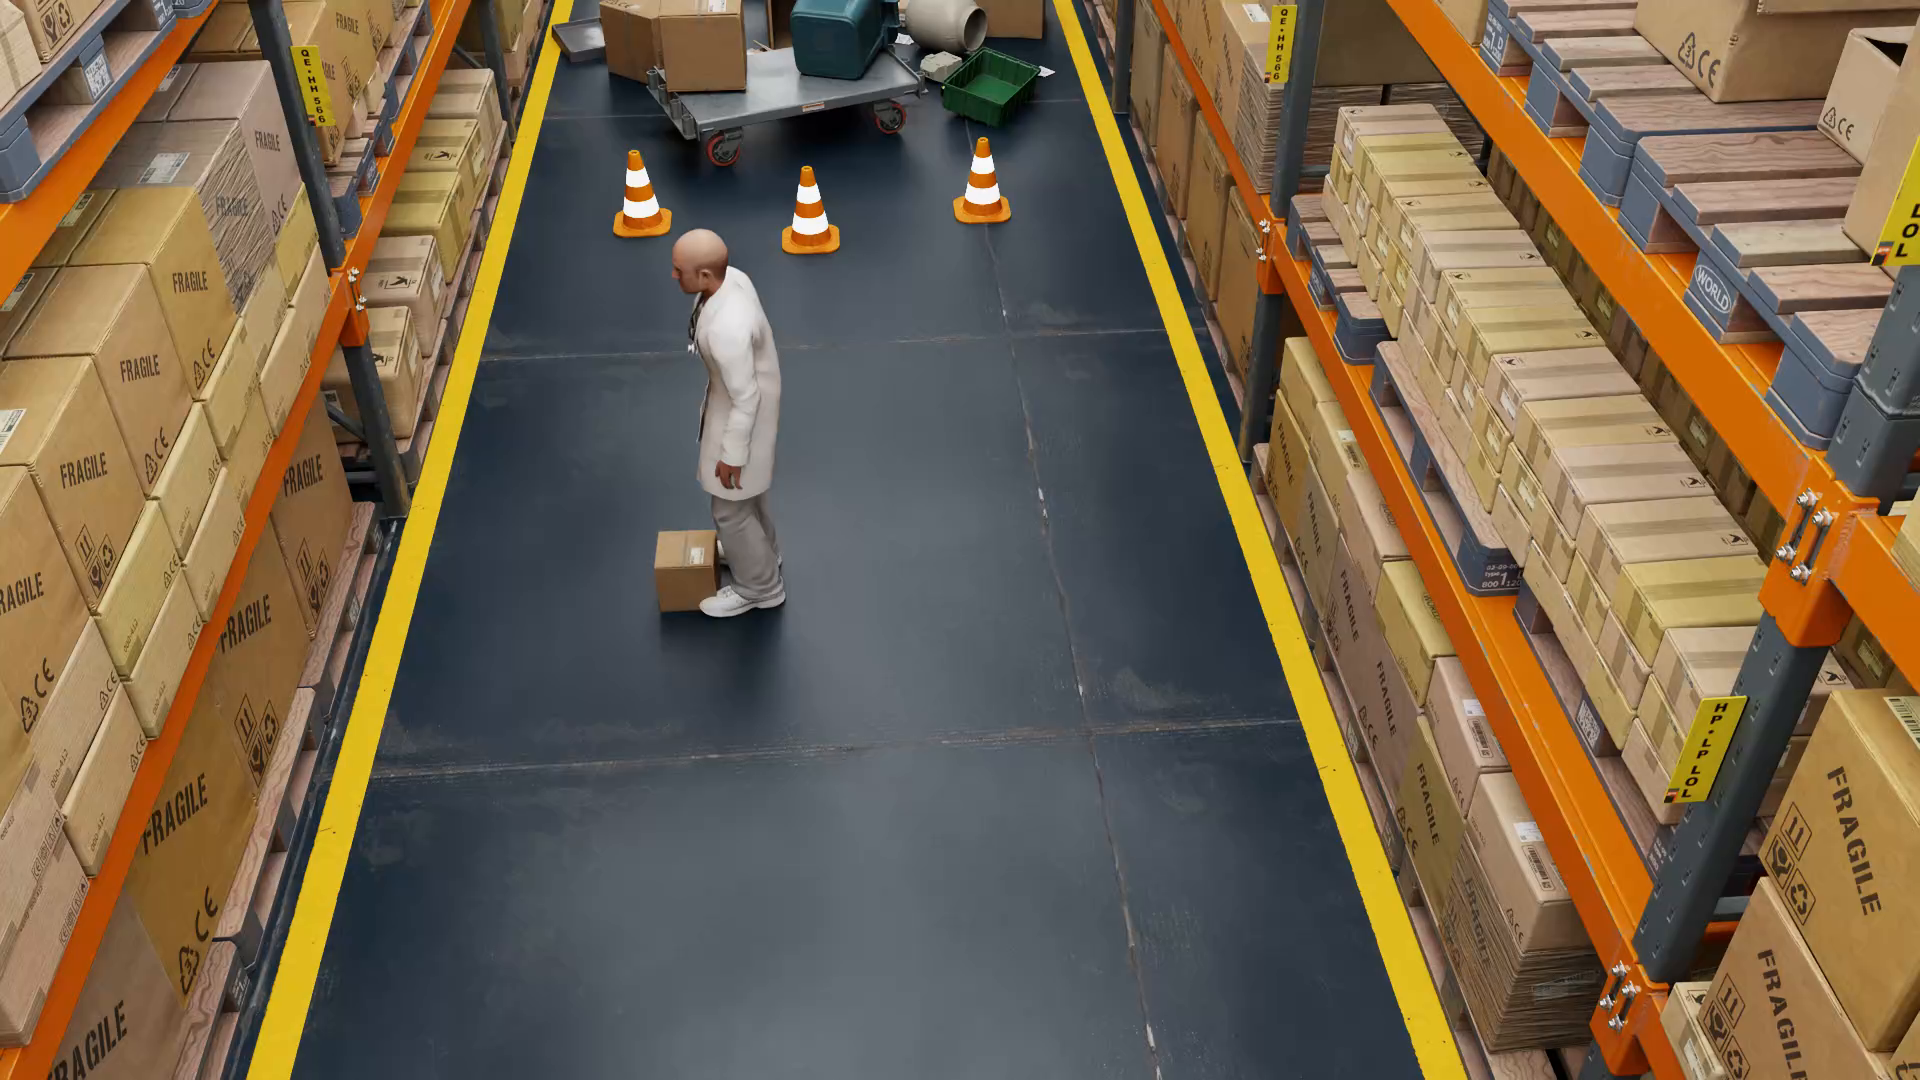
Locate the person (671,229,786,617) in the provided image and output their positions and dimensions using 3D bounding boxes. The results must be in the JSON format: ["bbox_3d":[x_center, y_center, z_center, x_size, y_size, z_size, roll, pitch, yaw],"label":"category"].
[{"bbox_3d":[-0.930,-0.472,6.758,0.429,1.773,0.650,-5,39,-7],"label":"person"}]
